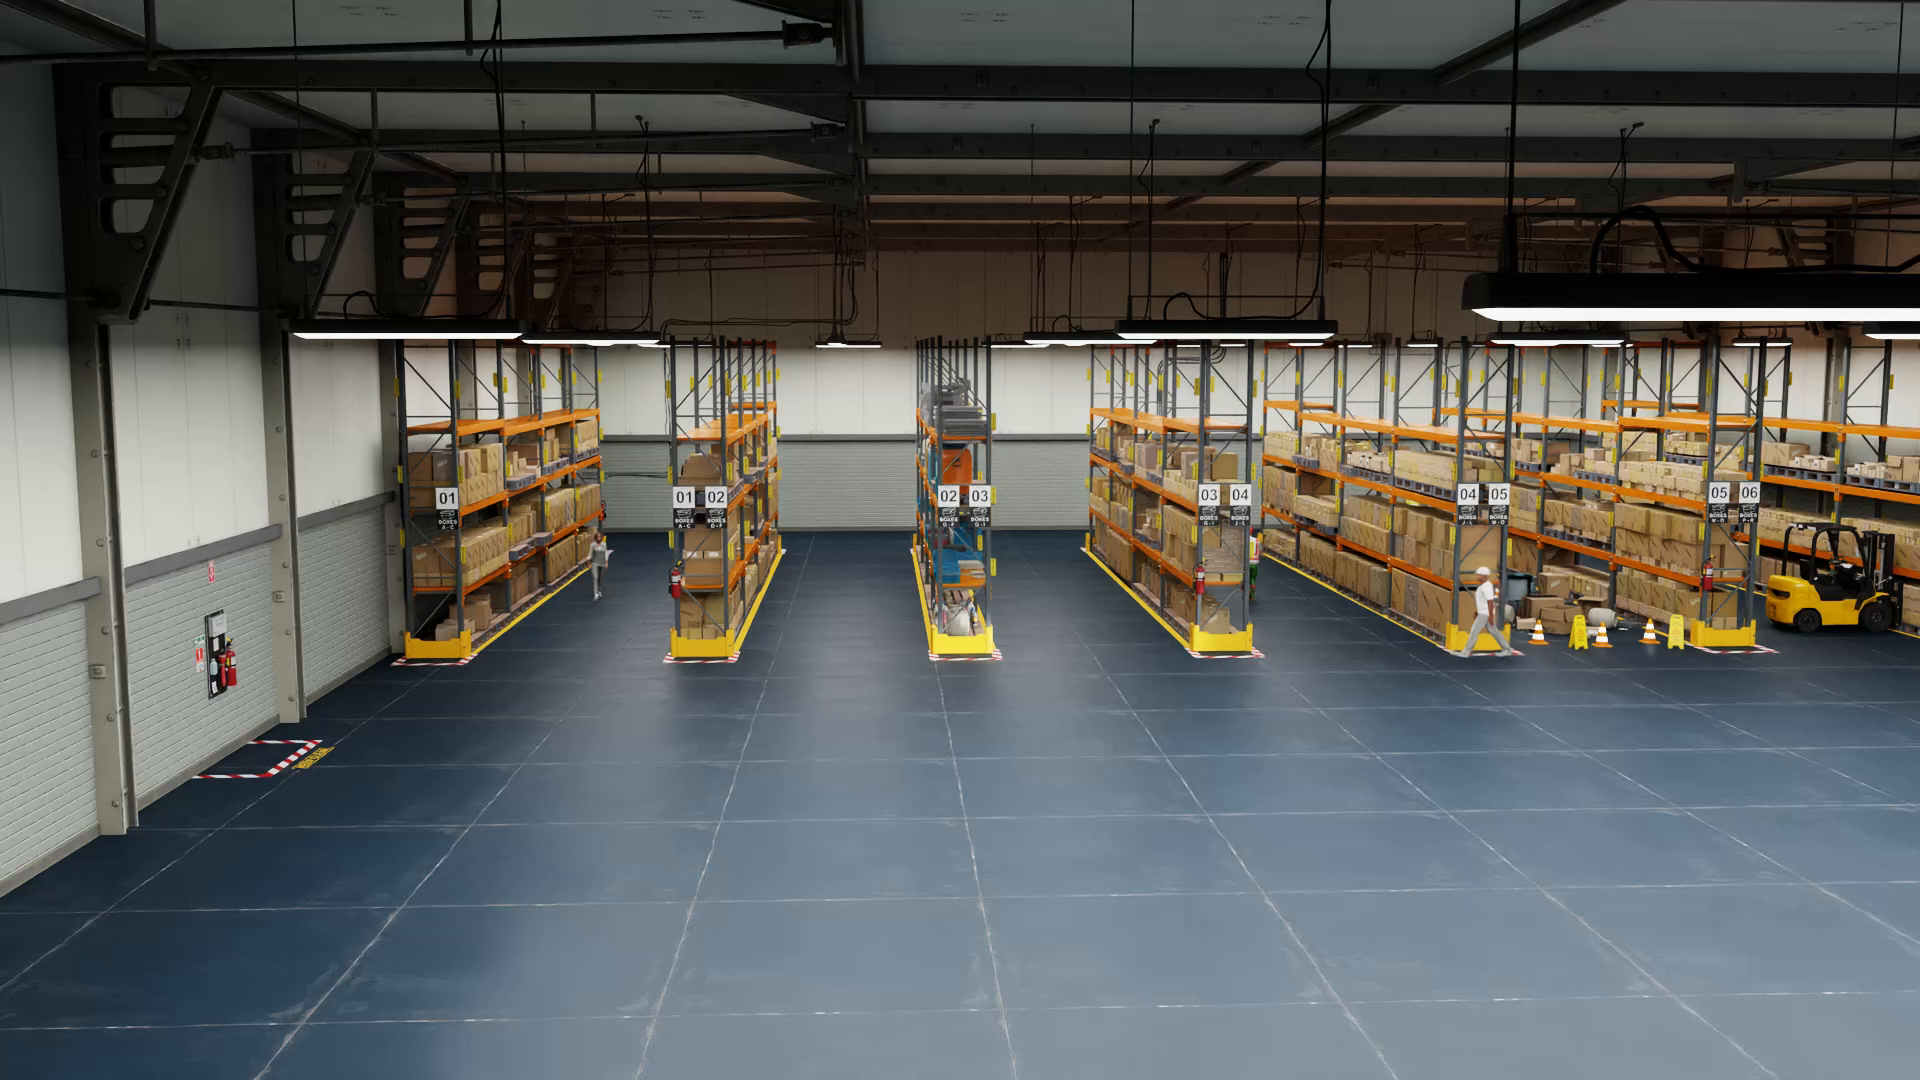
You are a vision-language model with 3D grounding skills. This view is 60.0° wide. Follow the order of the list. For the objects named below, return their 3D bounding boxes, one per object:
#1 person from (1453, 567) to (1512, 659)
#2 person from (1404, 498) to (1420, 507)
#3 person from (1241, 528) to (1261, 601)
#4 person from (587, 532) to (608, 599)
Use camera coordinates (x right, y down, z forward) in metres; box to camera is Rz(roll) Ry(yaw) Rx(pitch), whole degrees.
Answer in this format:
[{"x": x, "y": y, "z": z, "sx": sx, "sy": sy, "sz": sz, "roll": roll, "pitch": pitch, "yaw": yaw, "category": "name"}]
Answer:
[{"x": 9.736, "y": 1.355, "z": 30.931, "sx": 1.082, "sy": 1.712, "sz": 0.582, "roll": 1, "pitch": 7, "yaw": 13, "category": "person"}, {"x": 14.201, "y": -1.076, "z": 52.257, "sx": 0.983, "sy": 1.733, "sz": 0.561, "roll": -4, "pitch": 7, "yaw": -29, "category": "person"}, {"x": 6.675, "y": 0.545, "z": 38.375, "sx": 0.626, "sy": 1.672, "sz": 0.787, "roll": 0, "pitch": 6, "yaw": -3, "category": "person"}, {"x": -8.336, "y": 0.580, "z": 38.354, "sx": 0.456, "sy": 1.543, "sz": 0.969, "roll": -3, "pitch": 7, "yaw": -26, "category": "person"}]
